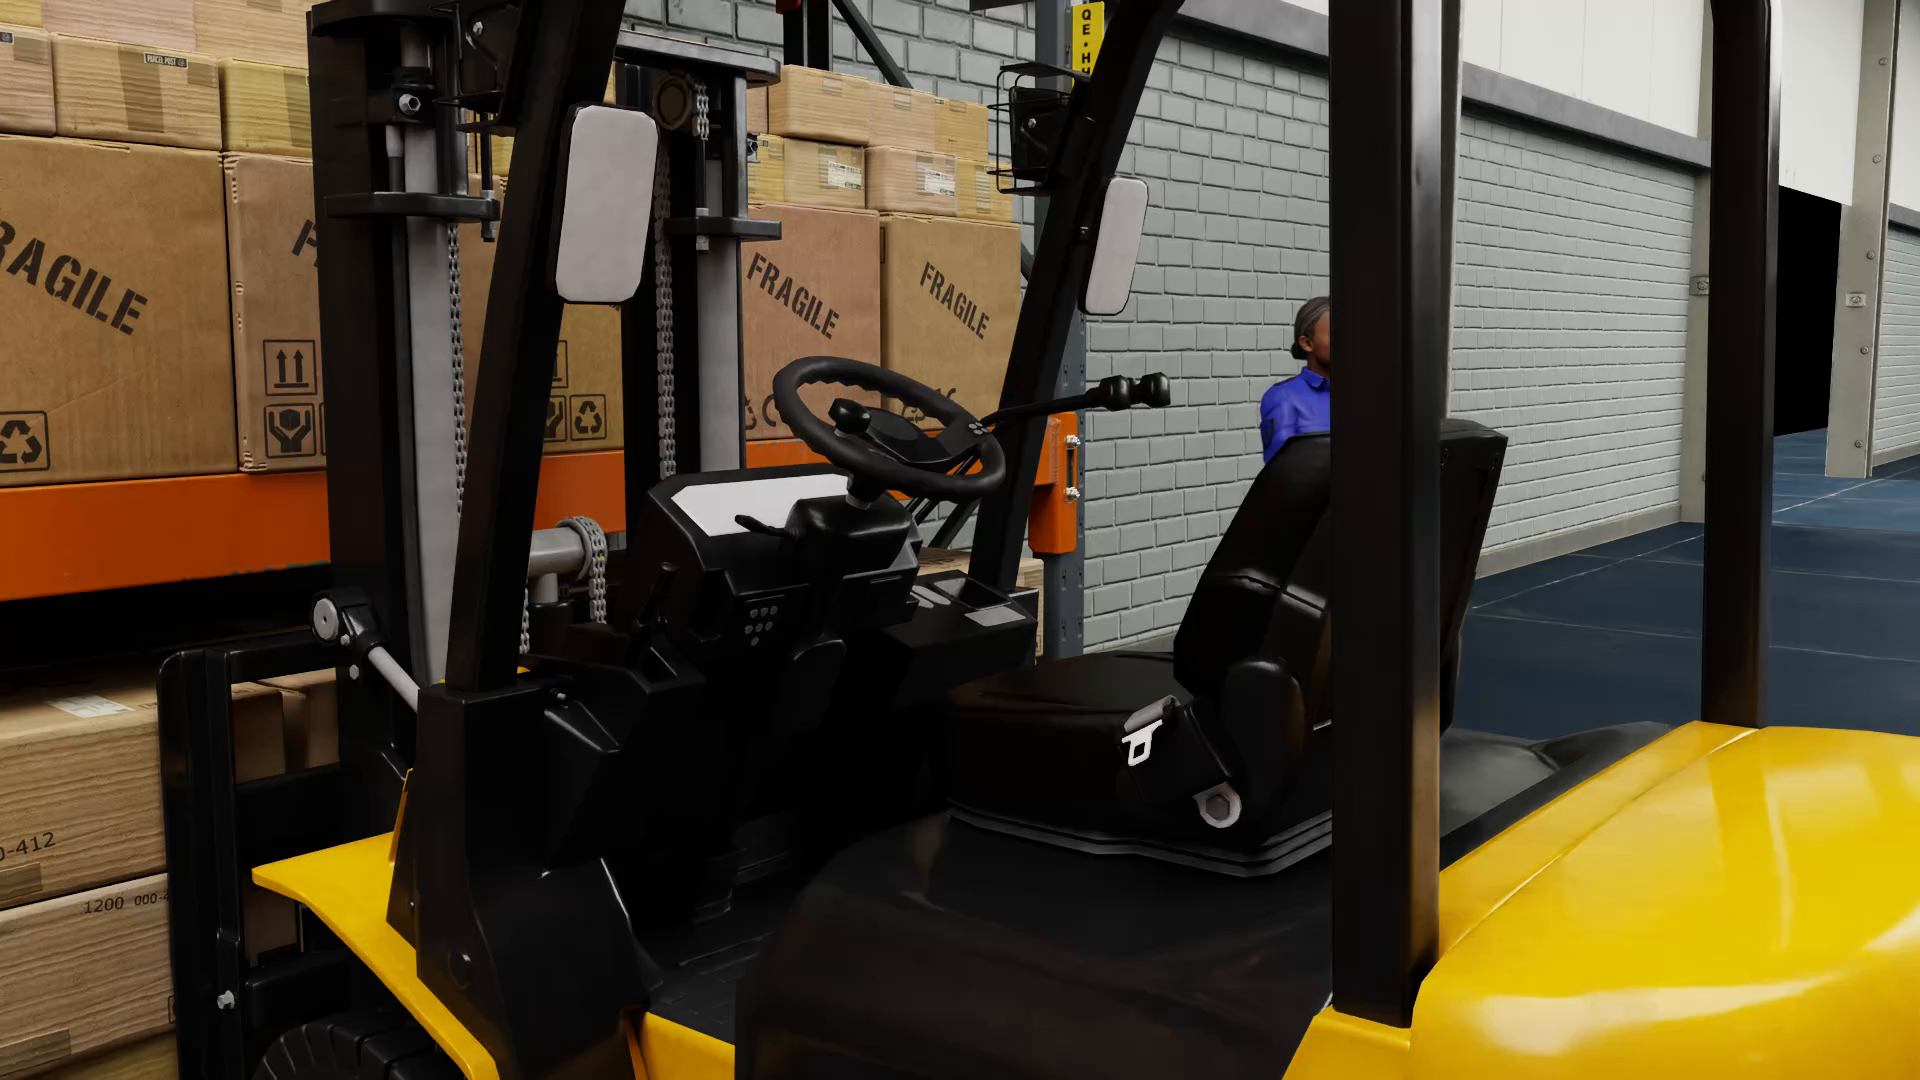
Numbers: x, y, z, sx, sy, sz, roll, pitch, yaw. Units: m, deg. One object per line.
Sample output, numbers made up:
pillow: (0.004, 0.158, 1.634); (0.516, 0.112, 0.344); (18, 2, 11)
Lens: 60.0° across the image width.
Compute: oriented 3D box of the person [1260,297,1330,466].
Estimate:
person: (1.149, 0.090, 5.046); (0.451, 1.648, 0.516); (-3, 7, -23)
